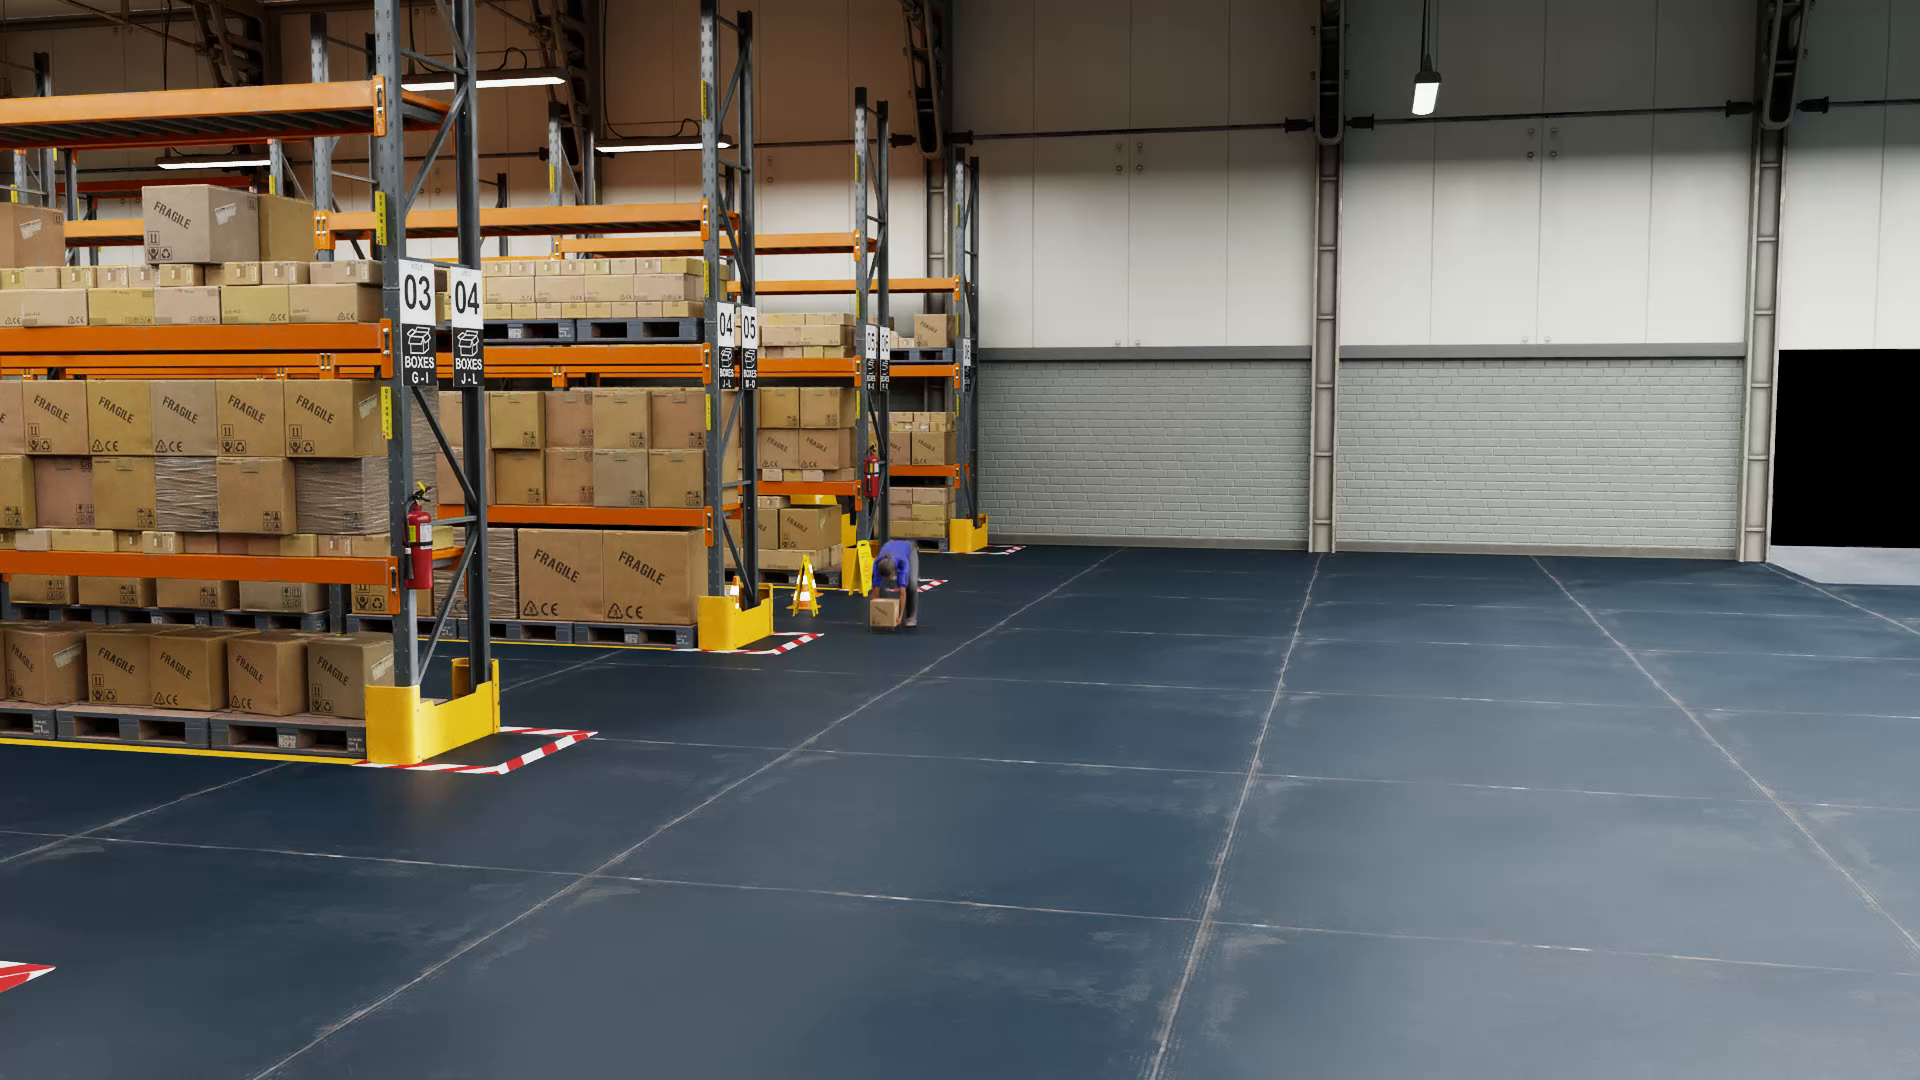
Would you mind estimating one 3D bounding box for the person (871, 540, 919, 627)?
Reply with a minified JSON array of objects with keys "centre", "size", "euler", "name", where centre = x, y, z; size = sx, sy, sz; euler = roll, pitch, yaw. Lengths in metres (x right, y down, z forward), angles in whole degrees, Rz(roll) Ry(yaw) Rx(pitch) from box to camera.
[{"centre":[-0.665,0.454,16.865],"size":[0.464,0.878,0.867],"euler":[1,5,11],"name":"person"}]
